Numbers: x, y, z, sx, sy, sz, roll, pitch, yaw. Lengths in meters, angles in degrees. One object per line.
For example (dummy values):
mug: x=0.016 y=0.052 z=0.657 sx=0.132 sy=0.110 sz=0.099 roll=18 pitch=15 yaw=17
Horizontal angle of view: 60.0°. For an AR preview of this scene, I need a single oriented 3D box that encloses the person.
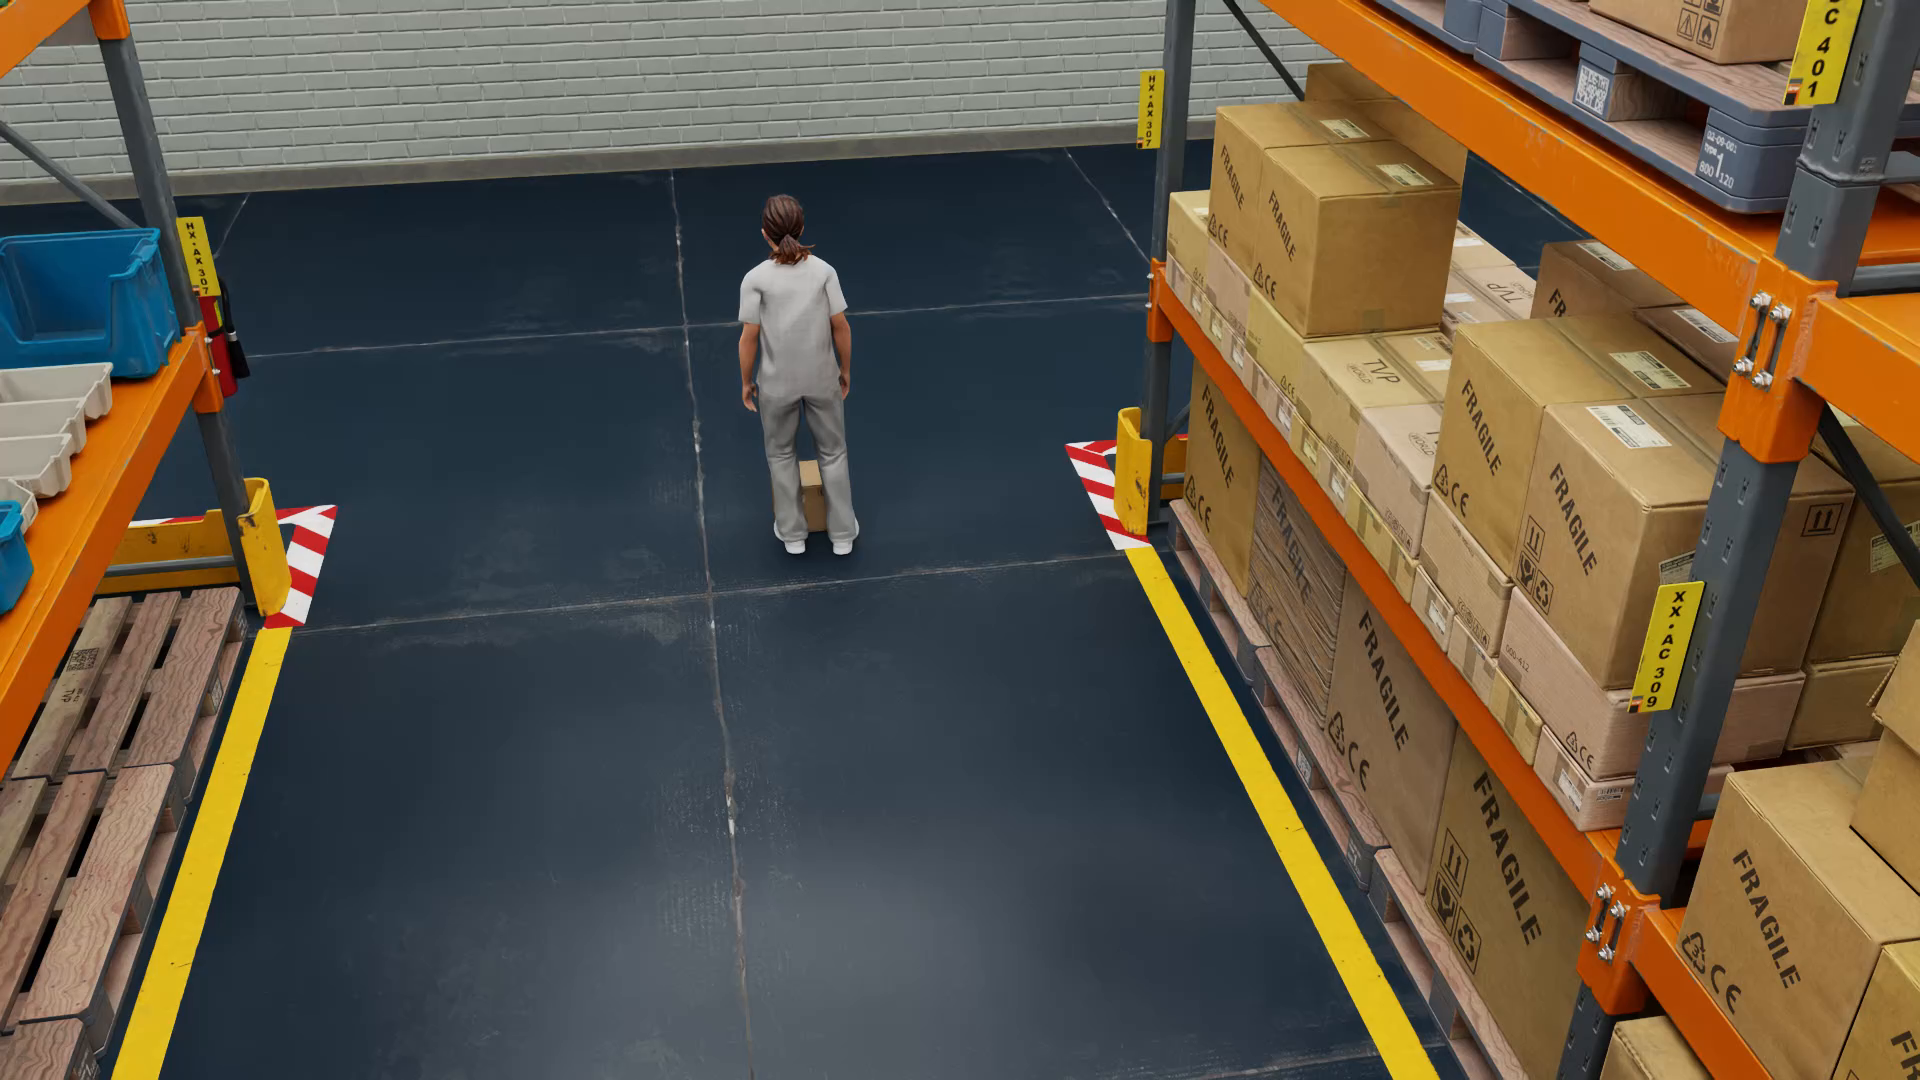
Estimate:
person: x=-0.711 y=-0.703 z=7.313 sx=0.514 sy=1.672 sz=0.412 roll=-7 pitch=32 yaw=-12
